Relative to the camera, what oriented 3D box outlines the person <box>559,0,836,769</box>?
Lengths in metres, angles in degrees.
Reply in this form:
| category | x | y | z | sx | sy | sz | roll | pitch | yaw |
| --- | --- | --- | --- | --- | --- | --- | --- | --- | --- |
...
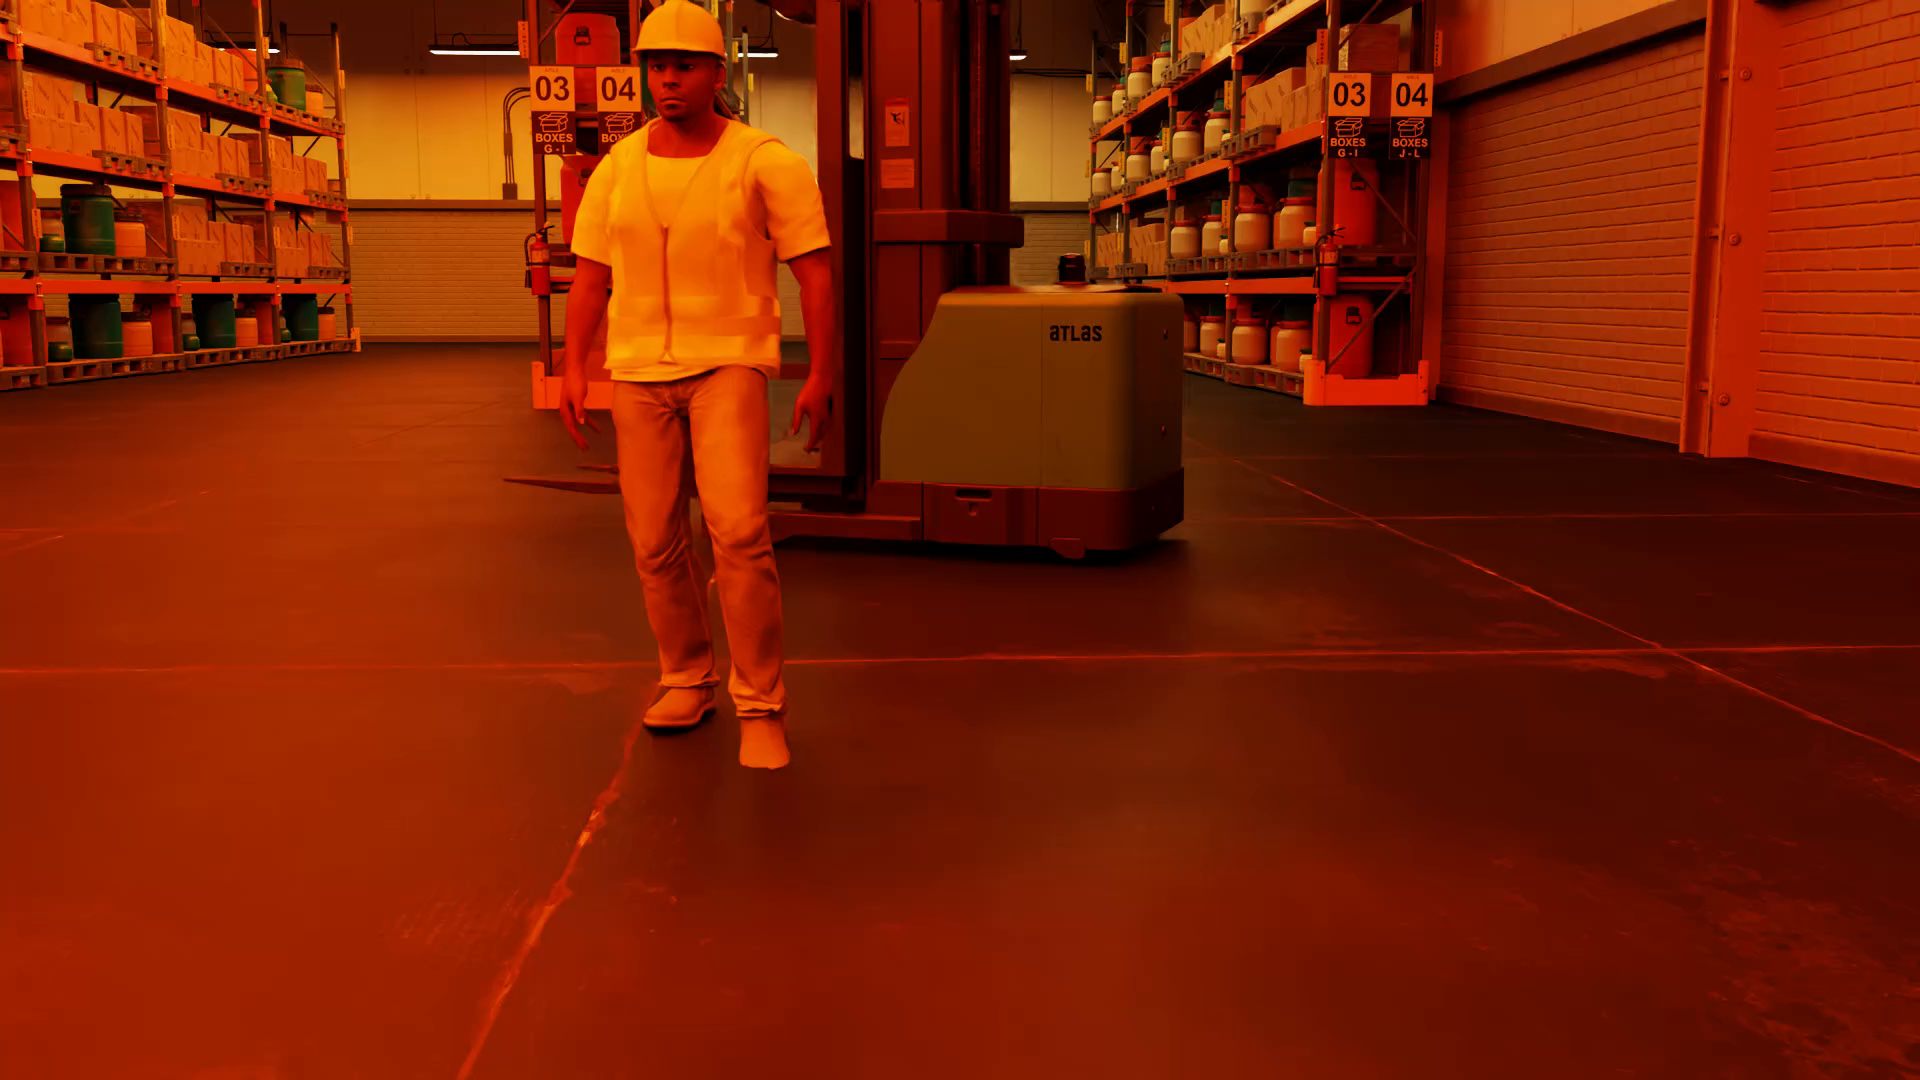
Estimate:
| category | x | y | z | sx | sy | sz | roll | pitch | yaw |
| --- | --- | --- | --- | --- | --- | --- | --- | --- | --- |
| person | -0.648 | -0.355 | 3.962 | 0.667 | 1.802 | 0.565 | 2 | 9 | 13 |

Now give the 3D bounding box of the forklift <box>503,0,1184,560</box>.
| category | x | y | z | sx | sy | sz | roll | pitch | yaw |
| --- | --- | --- | --- | --- | --- | --- | --- | --- | --- |
| forklift | -0.580 | -1.481 | 7.303 | 3.031 | 2.935 | 1.130 | 3 | 9 | 20 |
